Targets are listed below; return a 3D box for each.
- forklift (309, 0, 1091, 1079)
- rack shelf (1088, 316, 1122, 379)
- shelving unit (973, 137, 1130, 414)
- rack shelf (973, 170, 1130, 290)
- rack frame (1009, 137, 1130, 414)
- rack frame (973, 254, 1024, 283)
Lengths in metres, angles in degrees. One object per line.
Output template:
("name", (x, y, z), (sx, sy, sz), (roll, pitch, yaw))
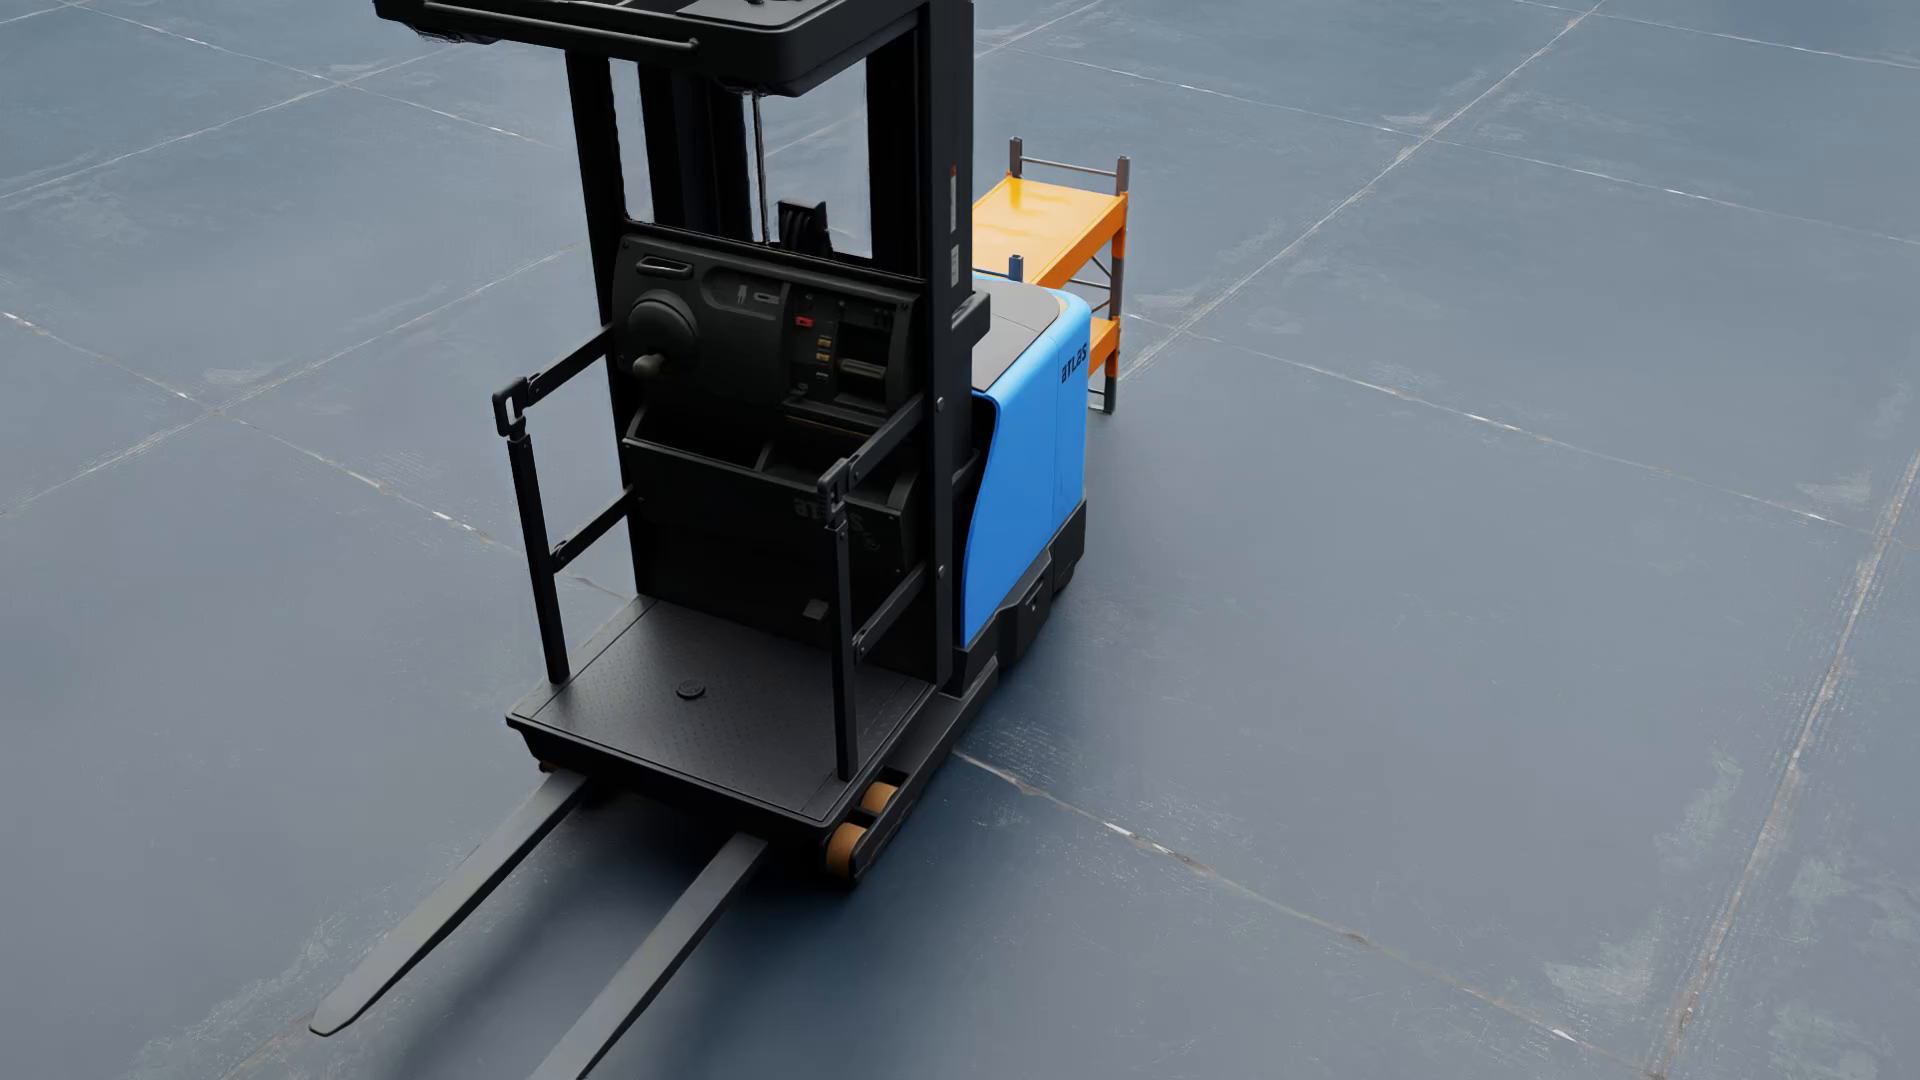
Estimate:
("forklift", (-0.643, -0.514, 4.393), (1.130, 2.935, 3.031), (15, 37, 21))
("rack shelf", (0.207, -0.611, 6.585), (0.538, 0.278, 1.000), (15, 37, 21))
("shelving unit", (0.207, -0.813, 6.448), (0.538, 1.125, 1.048), (15, 37, 21))
("rack shelf", (0.207, -1.056, 6.284), (0.538, 0.278, 1.000), (15, 37, 21))
("rack frame", (0.428, -1.070, 6.828), (0.500, 1.125, 0.032), (15, 37, 21))
("rack frame", (-0.014, -0.557, 6.069), (0.500, 1.125, 0.032), (15, 37, 21))
